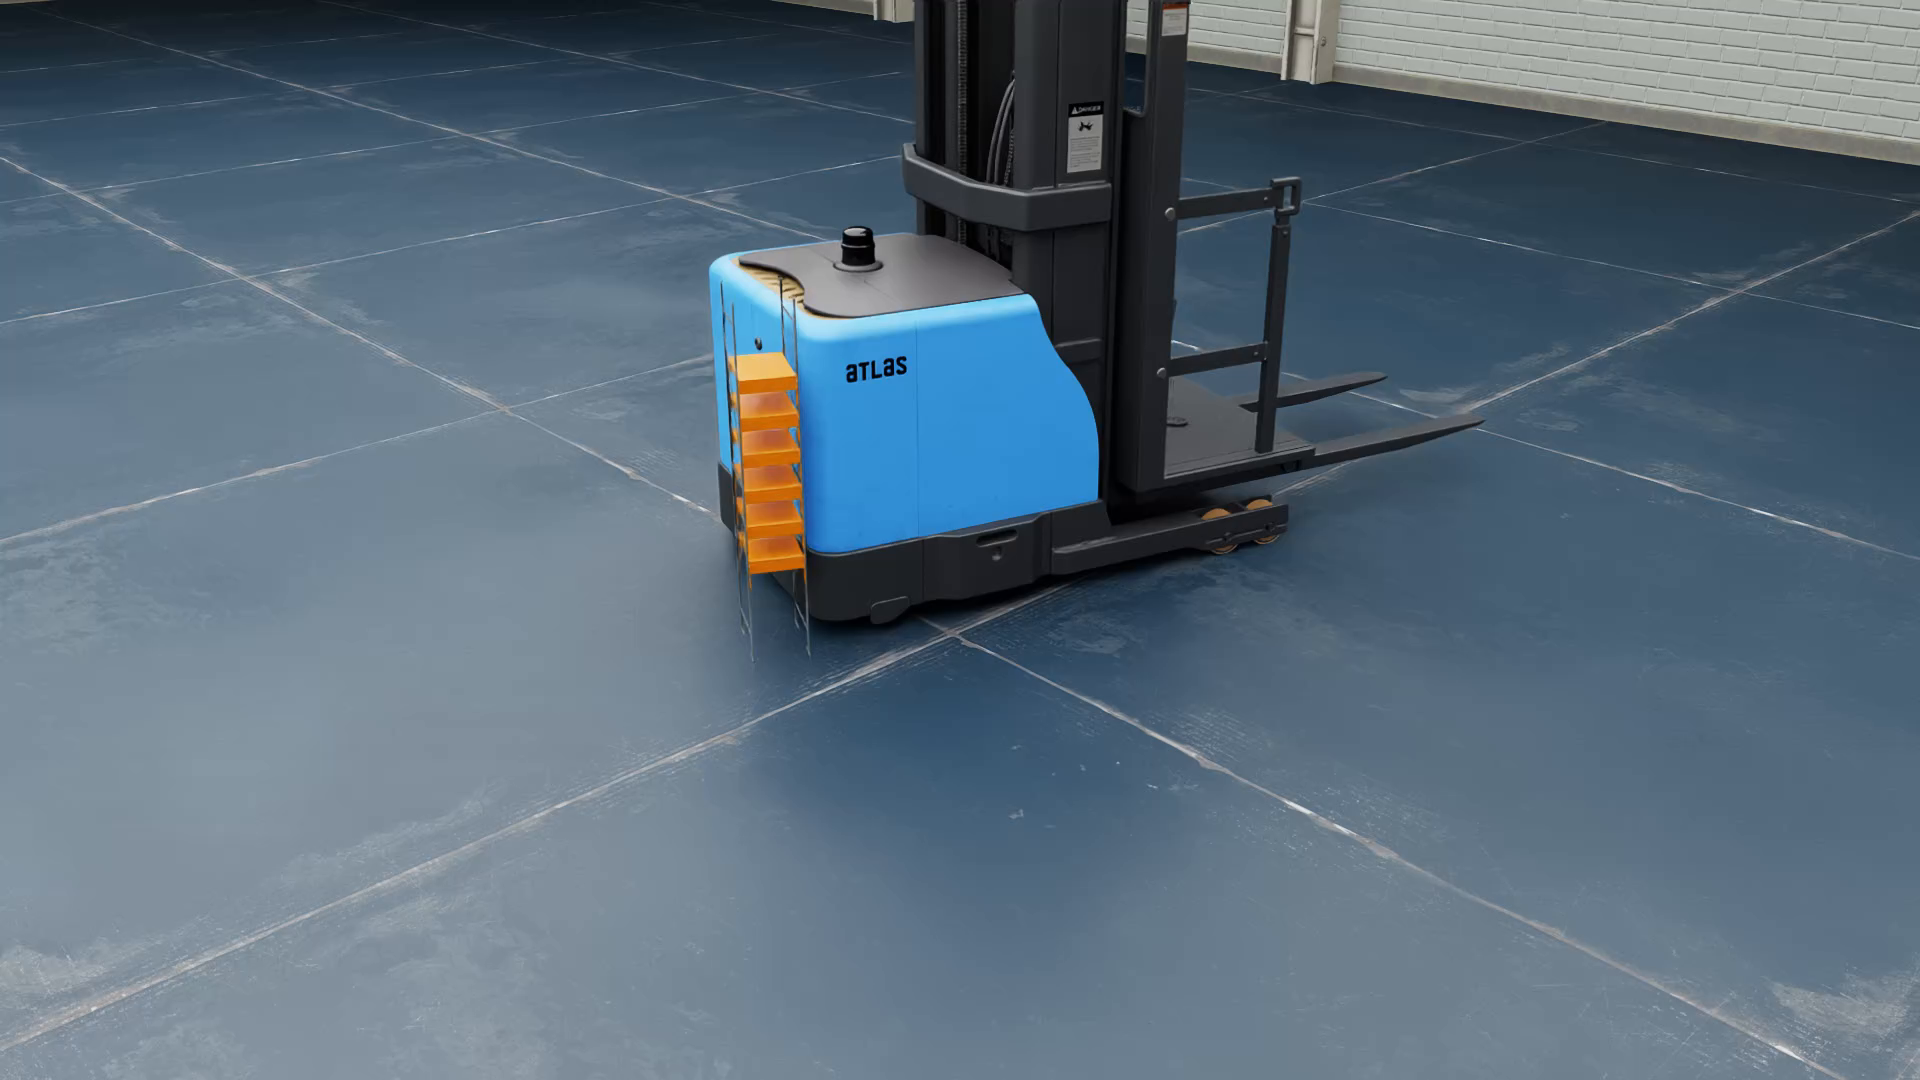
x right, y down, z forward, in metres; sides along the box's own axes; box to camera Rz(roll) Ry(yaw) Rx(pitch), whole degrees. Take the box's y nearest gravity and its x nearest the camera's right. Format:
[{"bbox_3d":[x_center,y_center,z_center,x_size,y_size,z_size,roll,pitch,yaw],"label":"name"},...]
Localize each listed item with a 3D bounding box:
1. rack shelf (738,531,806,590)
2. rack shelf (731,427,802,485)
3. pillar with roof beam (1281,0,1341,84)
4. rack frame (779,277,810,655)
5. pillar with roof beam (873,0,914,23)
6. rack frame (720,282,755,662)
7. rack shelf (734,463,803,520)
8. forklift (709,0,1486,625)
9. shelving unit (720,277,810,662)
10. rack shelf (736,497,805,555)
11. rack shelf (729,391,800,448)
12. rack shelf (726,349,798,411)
[{"bbox_3d":[-0.612,0.051,5.378,0.180,0.103,0.258,-7,25,-14],"label":"rack shelf"},{"bbox_3d":[-0.612,-0.277,5.229,0.180,0.103,0.258,-7,25,-14],"label":"rack shelf"},{"bbox_3d":[0.170,-7.264,11.332,9.100,9.000,0.400,-21,32,-38],"label":"pillar with roof beam"},{"bbox_3d":[-0.524,-0.218,5.283,0.006,1.200,0.240,-7,25,-14],"label":"rack frame"},{"bbox_3d":[-3.931,-9.082,15.316,9.100,9.000,0.400,-21,32,-38],"label":"pillar with roof beam"},{"bbox_3d":[-0.700,-0.197,5.237,0.006,1.200,0.240,-7,25,-14],"label":"rack frame"},{"bbox_3d":[-0.612,-0.167,5.278,0.180,0.103,0.258,-7,25,-14],"label":"rack shelf"},{"bbox_3d":[0.653,-1.463,5.925,3.031,2.935,1.130,-12,27,-24],"label":"forklift"},{"bbox_3d":[-0.612,-0.208,5.260,0.189,1.200,0.258,-7,25,-14],"label":"shelving unit"},{"bbox_3d":[-0.612,-0.058,5.328,0.180,0.103,0.258,-7,25,-14],"label":"rack shelf"},{"bbox_3d":[-0.612,-0.386,5.179,0.180,0.103,0.258,-7,25,-14],"label":"rack shelf"},{"bbox_3d":[-0.612,-0.495,5.129,0.180,0.103,0.258,-7,25,-14],"label":"rack shelf"}]
